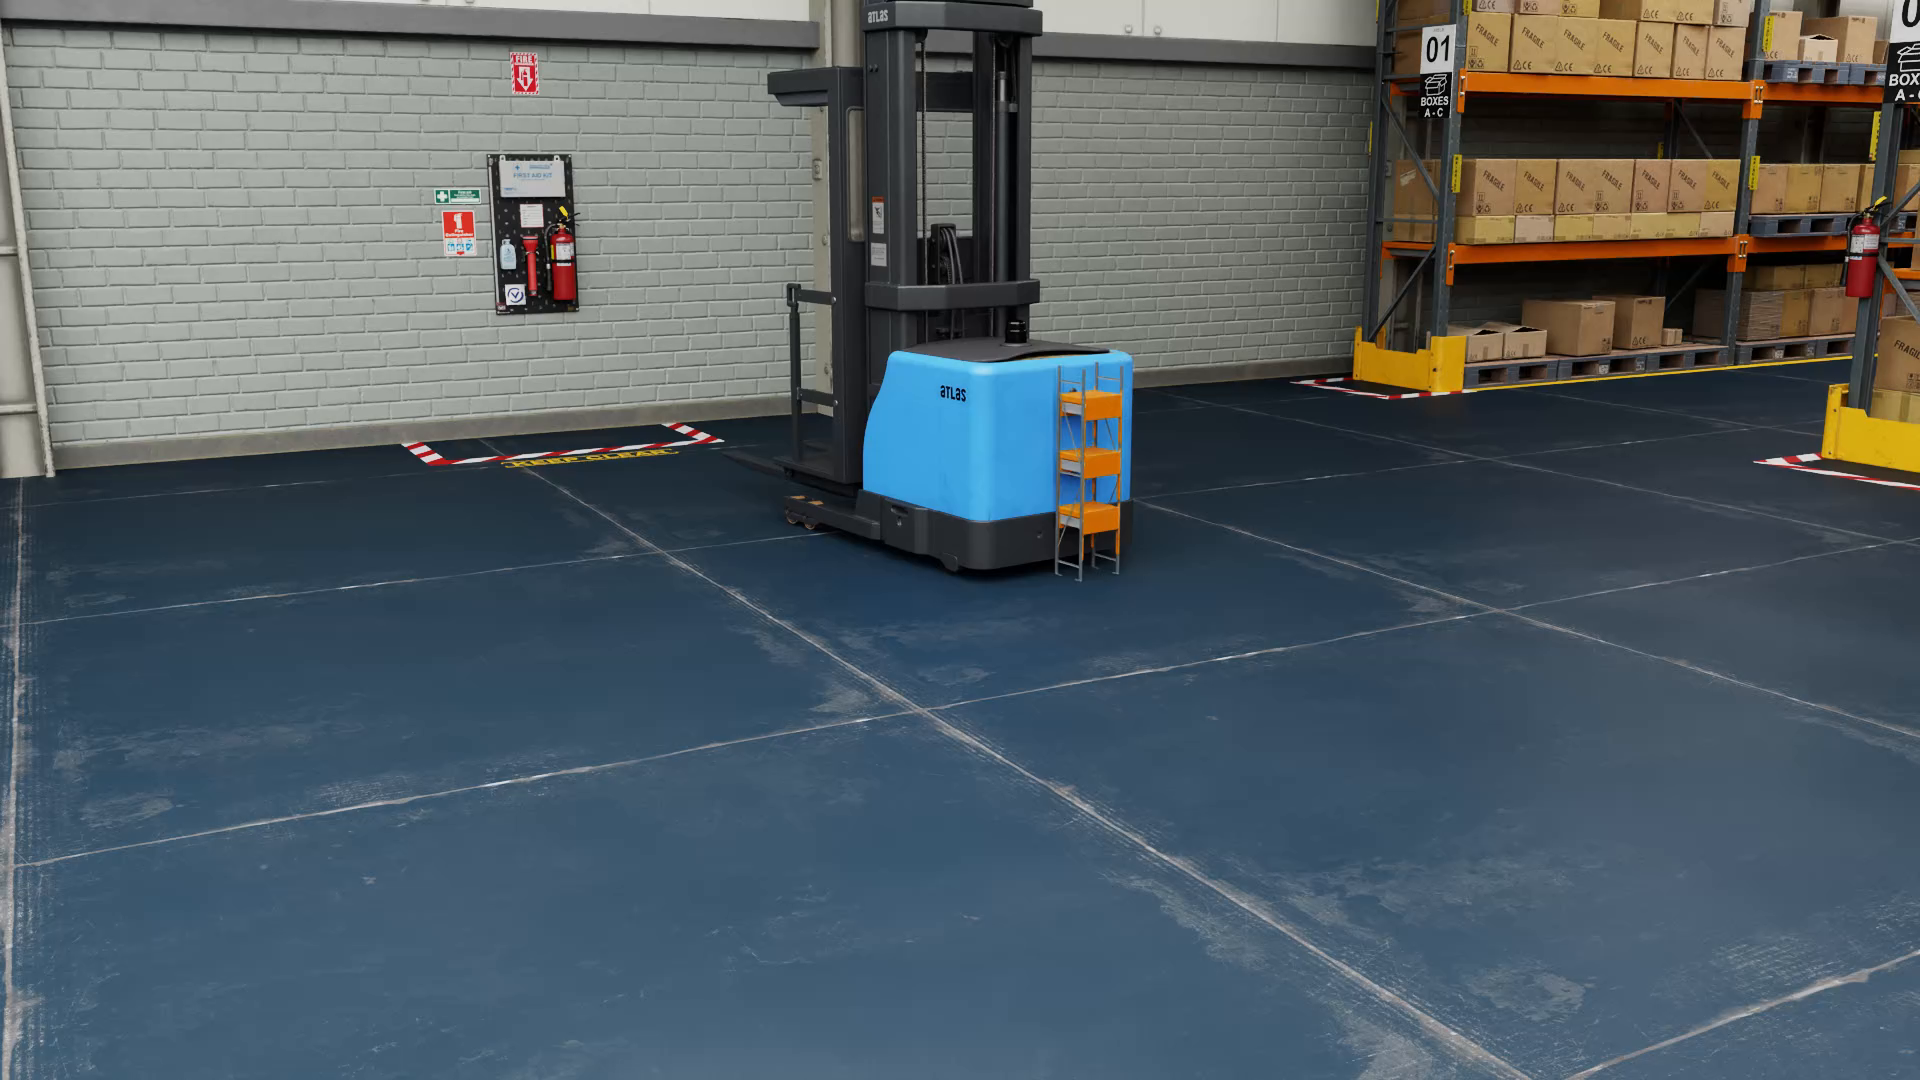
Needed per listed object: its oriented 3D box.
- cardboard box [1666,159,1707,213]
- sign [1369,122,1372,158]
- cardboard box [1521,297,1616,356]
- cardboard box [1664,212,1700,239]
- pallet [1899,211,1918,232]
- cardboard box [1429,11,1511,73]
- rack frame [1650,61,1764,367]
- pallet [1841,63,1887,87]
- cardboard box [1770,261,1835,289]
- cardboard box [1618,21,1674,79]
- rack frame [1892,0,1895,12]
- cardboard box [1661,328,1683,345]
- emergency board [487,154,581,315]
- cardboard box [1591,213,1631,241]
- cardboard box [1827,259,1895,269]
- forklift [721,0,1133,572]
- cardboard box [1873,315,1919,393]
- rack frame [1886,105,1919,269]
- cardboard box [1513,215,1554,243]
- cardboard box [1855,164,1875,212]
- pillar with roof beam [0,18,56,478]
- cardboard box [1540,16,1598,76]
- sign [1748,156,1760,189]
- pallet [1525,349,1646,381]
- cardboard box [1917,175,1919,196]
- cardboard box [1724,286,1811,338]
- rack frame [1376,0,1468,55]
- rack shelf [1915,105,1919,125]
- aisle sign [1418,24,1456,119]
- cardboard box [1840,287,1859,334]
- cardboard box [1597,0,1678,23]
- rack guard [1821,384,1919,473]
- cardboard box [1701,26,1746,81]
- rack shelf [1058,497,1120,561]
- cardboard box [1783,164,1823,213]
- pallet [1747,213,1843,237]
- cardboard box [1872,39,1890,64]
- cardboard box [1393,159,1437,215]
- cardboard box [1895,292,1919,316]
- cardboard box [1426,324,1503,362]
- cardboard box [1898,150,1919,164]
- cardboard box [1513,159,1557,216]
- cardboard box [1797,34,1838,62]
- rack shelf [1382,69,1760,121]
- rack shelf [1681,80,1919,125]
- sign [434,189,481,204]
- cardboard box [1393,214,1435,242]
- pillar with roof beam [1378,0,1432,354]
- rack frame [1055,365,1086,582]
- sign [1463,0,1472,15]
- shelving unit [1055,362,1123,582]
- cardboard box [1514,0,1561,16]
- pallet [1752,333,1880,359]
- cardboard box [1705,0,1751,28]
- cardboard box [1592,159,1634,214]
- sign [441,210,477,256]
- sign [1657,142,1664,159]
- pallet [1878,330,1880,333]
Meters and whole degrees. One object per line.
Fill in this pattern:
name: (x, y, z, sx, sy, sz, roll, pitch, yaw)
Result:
cardboard box: (6.926, -3.474, 16.304, 0.500, 0.500, 0.500, -7, 14, -28)
sign: (3.868, -3.742, 15.549, 0.005, 0.325, 0.100, -7, 14, -28)
cardboard box: (5.936, -2.092, 16.265, 0.500, 0.500, 0.700, -8, 15, -31)
cardboard box: (6.916, -3.112, 16.403, 0.500, 0.250, 0.500, -7, 14, -28)
pallet: (10.564, -3.567, 18.562, 1.003, 0.211, 1.213, -7, 14, -28)
cardboard box: (4.530, -4.423, 14.826, 0.500, 0.500, 0.500, -6, 14, -26)
rack frame: (7.628, -3.335, 17.096, 0.127, 3.000, 1.000, -7, 14, -28)
pallet: (9.130, -4.861, 17.472, 1.003, 0.211, 1.213, -7, 14, -28)
cardboard box: (9.106, -2.879, 18.053, 0.500, 0.250, 0.500, -7, 15, -29)
cardboard box: (6.385, -4.640, 15.788, 0.500, 0.500, 0.500, -7, 15, -30)
rack frame: (6.494, -4.887, 10.327, 0.127, 3.000, 1.000, -7, 14, -28)
cardboard box: (7.173, -2.105, 17.083, 0.250, 0.166, 0.380, -9, 16, -35)
emergency board: (-3.137, -2.271, 12.367, 0.643, 1.169, 0.194, -7, 14, -28)
cardboard box: (6.041, -3.003, 15.919, 0.500, 0.250, 0.500, -7, 14, -27)
cardboard box: (10.001, -2.983, 18.515, 0.500, 0.250, 0.500, -7, 14, -27)
forklift: (-0.366, -1.542, 9.285, 1.130, 2.935, 3.031, -9, 15, -35)
cardboard box: (6.822, -1.303, 11.665, 0.500, 0.500, 0.500, -7, 14, -28)
rack frame: (11.139, -3.756, 18.966, 0.127, 3.000, 1.000, -7, 14, -28)
cardboard box: (5.146, -2.898, 15.451, 0.500, 0.250, 0.500, -7, 15, -30)
cardboard box: (9.648, -3.832, 18.077, 0.500, 0.500, 0.700, -7, 14, -28)
pillar with roof beam: (-4.153, -3.989, 6.339, 0.400, 9.000, 9.100, -7, 14, -28)
cardboard box: (5.472, -4.528, 15.292, 0.500, 0.500, 0.500, -6, 14, -25)
sign: (7.895, -3.653, 16.540, 0.005, 0.325, 0.100, -7, 14, -28)
pallet: (5.983, -1.768, 16.483, 1.213, 0.211, 1.003, -7, 14, -28)
cardboard box: (6.738, -2.402, 11.245, 0.250, 0.149, 0.380, -7, 15, -29)
cardboard box: (8.695, -2.475, 17.965, 0.500, 0.500, 0.700, -7, 15, -29)
rack frame: (4.117, -5.841, 14.567, 0.127, 3.000, 1.000, -7, 14, -28)
rack shelf: (12.894, -5.079, 19.650, 4.000, 0.370, 1.077, -7, 14, -28)
aisle sign: (4.197, -4.117, 14.650, 0.004, 0.787, 0.394, -7, 14, -28)
cardboard box: (9.601, -2.576, 18.413, 0.500, 0.500, 0.700, -7, 14, -28)
cardboard box: (6.389, -5.123, 15.659, 0.500, 0.500, 0.500, -7, 15, -30)
rack guard: (6.473, -0.738, 11.249, 0.348, 0.500, 1.175, -7, 14, -28)
cardboard box: (7.301, -4.756, 16.304, 0.500, 0.500, 0.500, -6, 14, -26)
rack shelf: (0.636, -0.057, 8.286, 0.240, 0.259, 0.215, -9, 16, -36)
cardboard box: (8.585, -3.703, 17.500, 0.500, 0.500, 0.700, -5, 14, -22)
pallet: (8.368, -3.294, 17.349, 1.213, 0.211, 1.003, -7, 14, -28)
cardboard box: (9.956, -5.161, 18.096, 0.637, 0.503, 0.797, -5, 14, -20)
cardboard box: (4.429, -3.307, 15.560, 0.500, 0.500, 0.500, -7, 14, -28)
cardboard box: (10.532, -2.665, 18.810, 0.500, 0.500, 0.700, -7, 14, -27)
cardboard box: (4.767, -1.872, 15.719, 0.500, 0.311, 0.500, -9, 15, -34)
cardboard box: (10.575, -4.257, 18.485, 0.250, 0.149, 0.380, -10, 16, -37)
cardboard box: (5.118, -3.259, 15.346, 0.500, 0.500, 0.500, -7, 14, -28)
cardboard box: (8.687, -5.067, 17.205, 0.500, 0.311, 0.500, -6, 14, -26)
rack shelf: (5.872, -4.237, 15.910, 4.000, 0.370, 1.077, -7, 14, -28)
rack shelf: (9.383, -4.658, 17.780, 4.000, 0.370, 1.077, -7, 14, -28)
sign: (-3.663, -2.507, 12.129, 0.331, 0.109, 0.001, -7, 14, -28)
cardboard box: (4.434, -2.937, 15.625, 0.500, 0.250, 0.500, -7, 14, -27)
pillar with roof beam: (6.380, -5.252, 11.949, 0.400, 9.000, 9.100, -7, 14, -28)
rack frame: (0.539, -0.323, 8.151, 0.008, 1.050, 0.200, -9, 16, -36)
sign: (4.377, -4.699, 14.336, 0.005, 0.325, 0.100, -7, 14, -28)
shelving unit: (0.636, -0.339, 8.223, 0.252, 1.050, 0.215, -9, 16, -36)
cardboard box: (5.036, -4.961, 14.937, 0.500, 0.500, 0.500, -7, 14, -29)
pallet: (9.383, -2.186, 18.341, 1.213, 0.211, 1.003, -7, 14, -28)
cardboard box: (7.318, -5.240, 16.177, 0.500, 0.500, 0.500, -8, 15, -33)
cardboard box: (6.022, -3.369, 15.834, 0.500, 0.500, 0.500, -6, 14, -26)
sign: (-3.672, -2.250, 12.192, 0.234, 0.329, 0.001, -7, 14, -28)
sign: (7.359, -4.006, 17.442, 0.005, 0.325, 0.100, -7, 14, -28)
pallet: (10.452, -2.313, 18.908, 1.213, 0.211, 1.003, -7, 14, -28)
